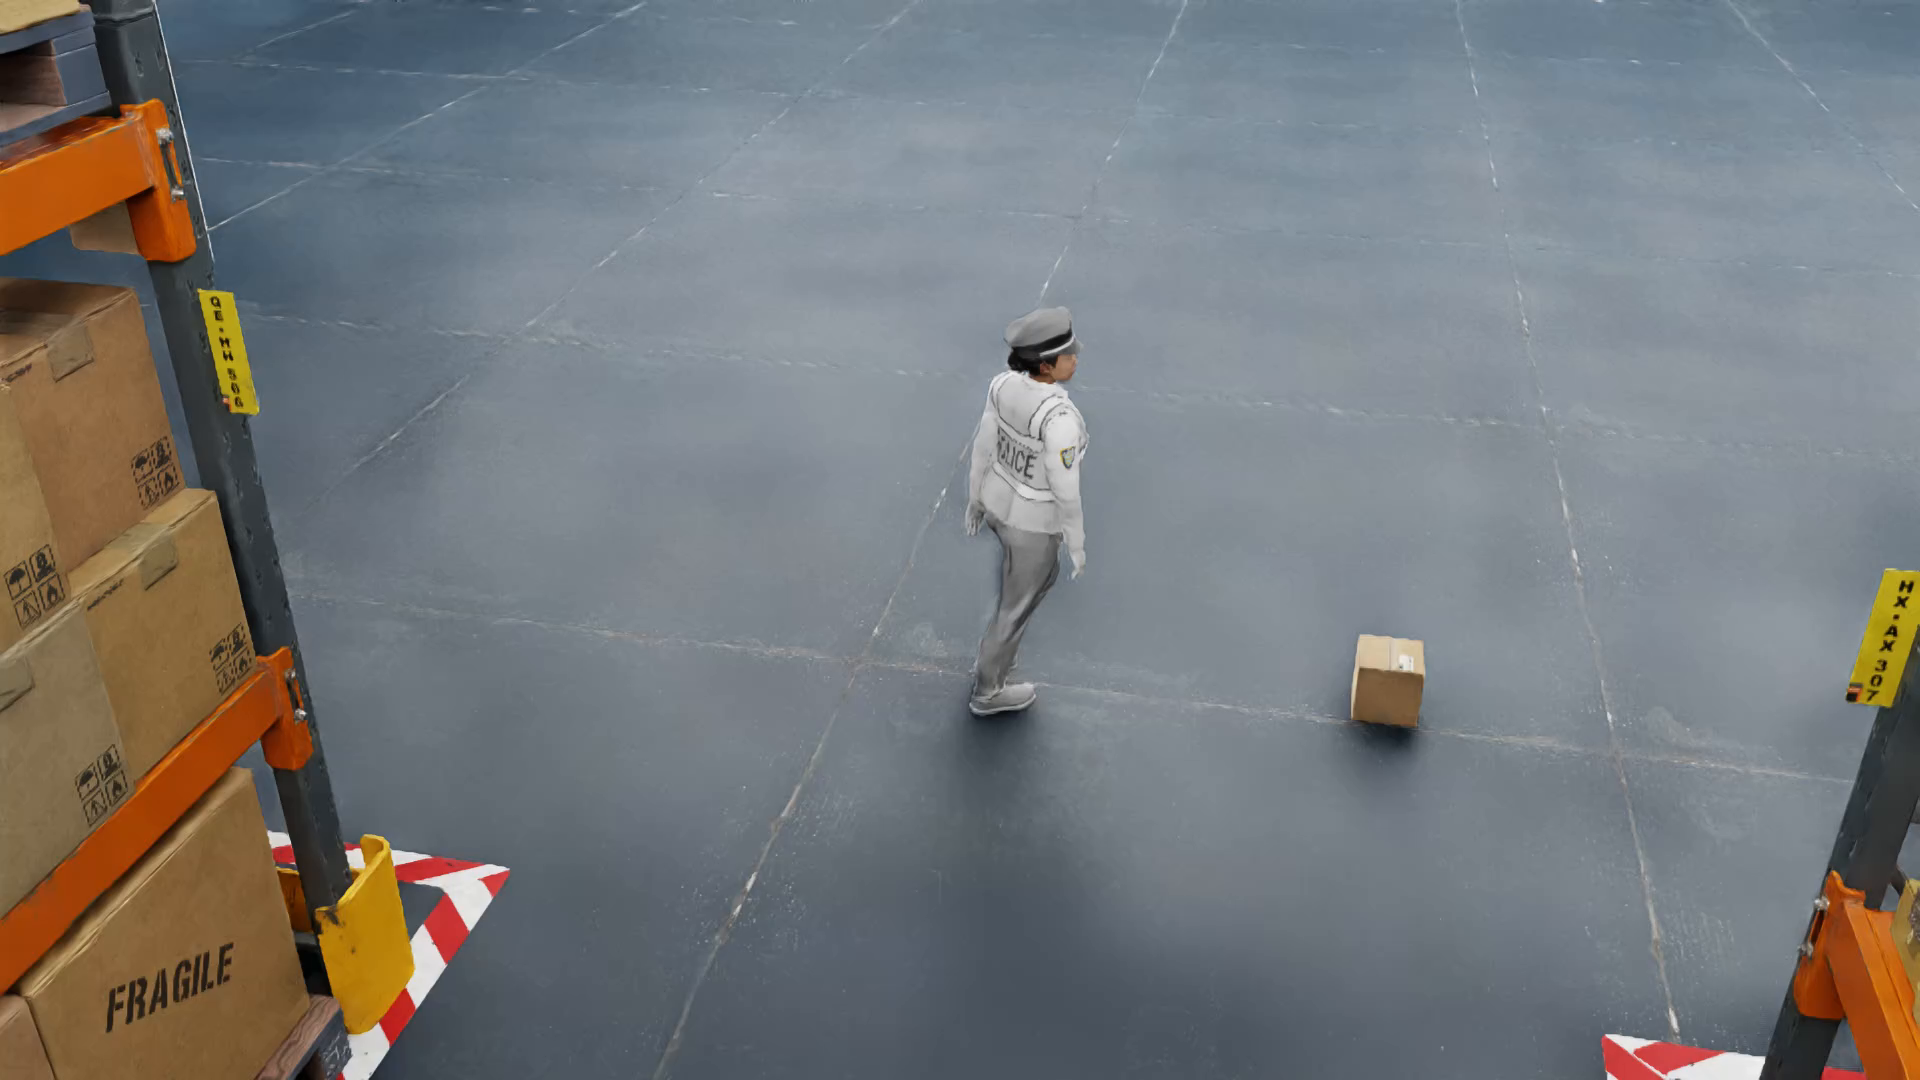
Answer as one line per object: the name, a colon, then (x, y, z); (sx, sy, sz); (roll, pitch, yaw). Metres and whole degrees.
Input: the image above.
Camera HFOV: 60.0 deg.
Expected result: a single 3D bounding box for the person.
person: (0.253, -0.082, 6.219); (0.442, 1.670, 0.577); (-13, 32, -23)
